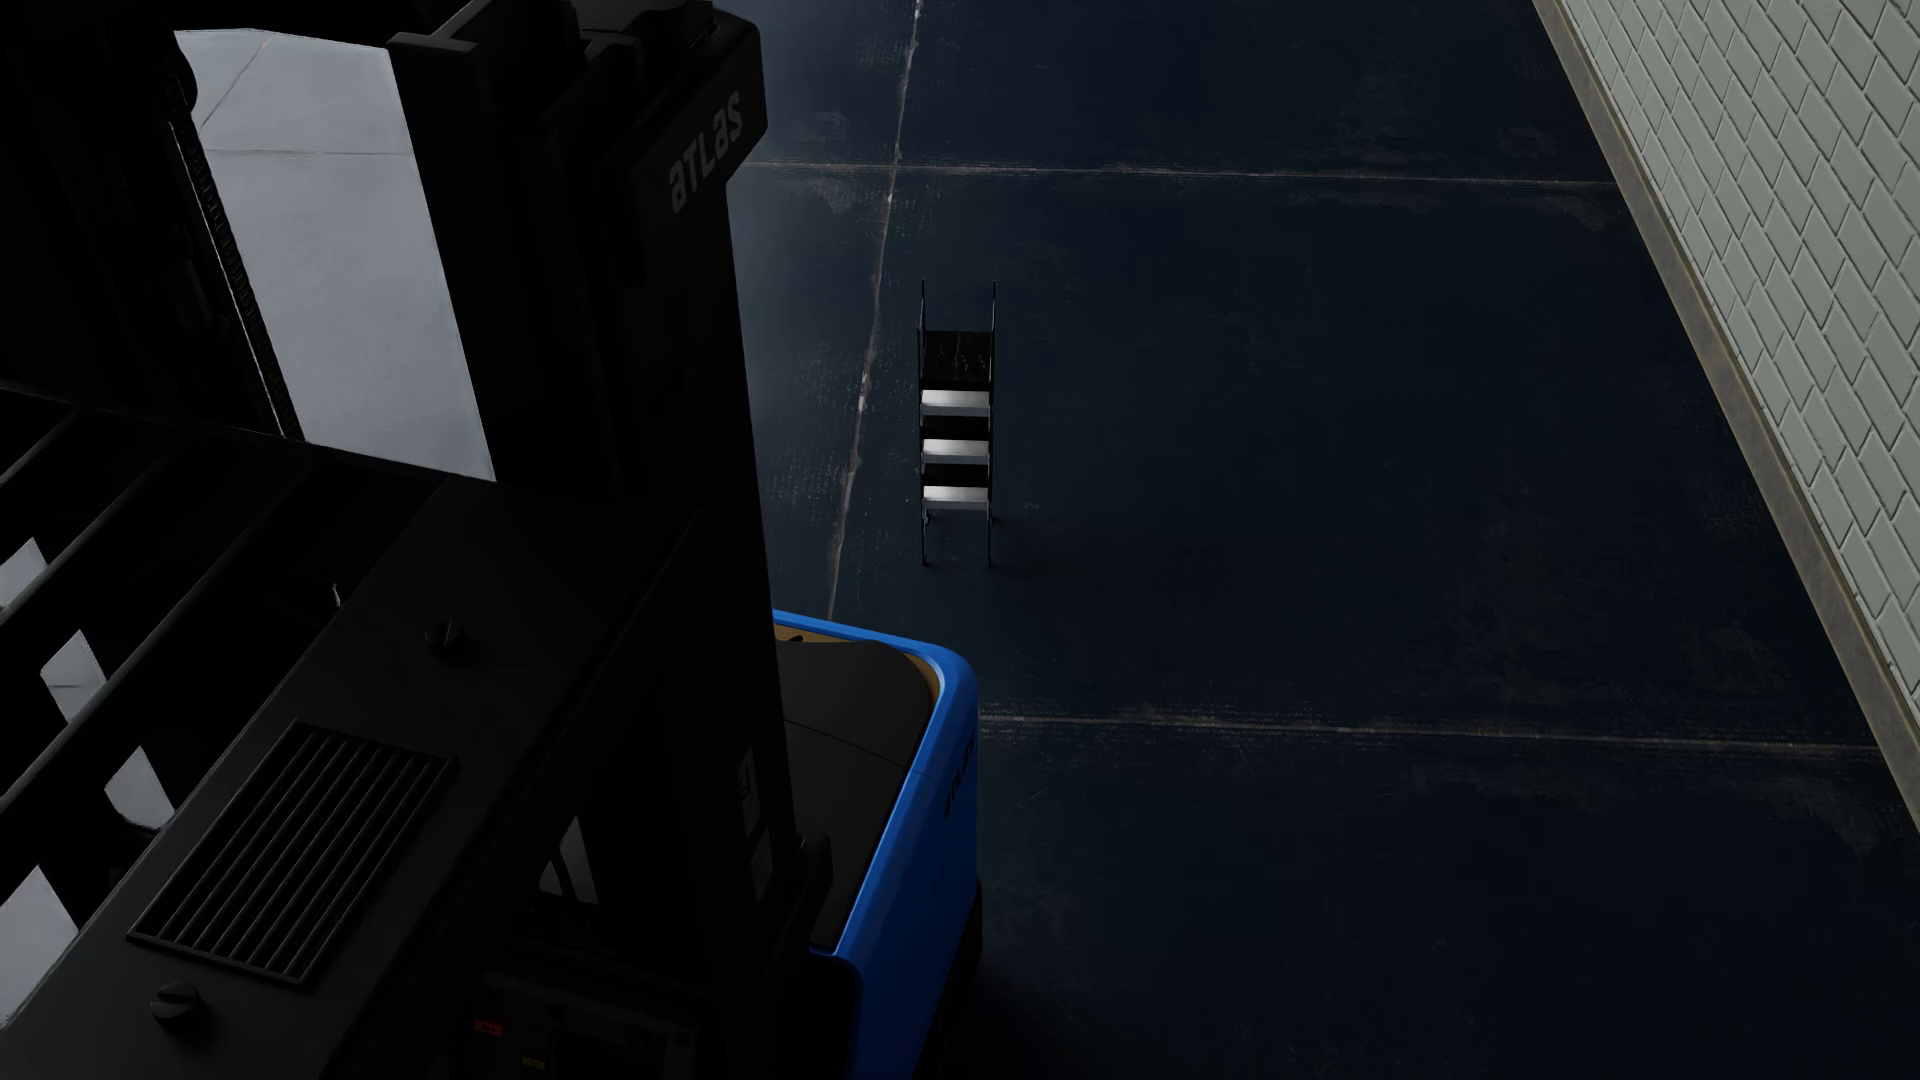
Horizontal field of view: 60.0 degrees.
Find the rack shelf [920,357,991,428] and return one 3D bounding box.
[{"bbox_3d":[-0.008,-0.437,4.844,0.200,0.077,0.258,2,43,2],"label":"rack shelf"}]

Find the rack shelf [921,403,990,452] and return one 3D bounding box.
[{"bbox_3d":[-0.008,-0.371,4.905,0.200,0.077,0.258,2,43,2],"label":"rack shelf"}]

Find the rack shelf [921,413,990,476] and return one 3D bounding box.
[{"bbox_3d":[-0.008,-0.305,4.966,0.200,0.077,0.258,2,43,2],"label":"rack shelf"}]

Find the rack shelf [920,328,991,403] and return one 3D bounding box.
[{"bbox_3d":[-0.008,-0.503,4.782,0.200,0.077,0.258,2,43,2],"label":"rack shelf"}]

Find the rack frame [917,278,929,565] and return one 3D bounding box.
[{"bbox_3d":[-0.110,-0.333,4.947,0.006,0.900,0.240,2,43,2],"label":"rack frame"}]

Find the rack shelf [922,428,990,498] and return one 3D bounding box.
[{"bbox_3d":[-0.008,-0.239,5.028,0.200,0.077,0.258,2,43,2],"label":"rack shelf"}]

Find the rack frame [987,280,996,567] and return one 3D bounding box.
[{"bbox_3d":[0.093,-0.326,4.940,0.006,0.900,0.240,2,43,2],"label":"rack frame"}]

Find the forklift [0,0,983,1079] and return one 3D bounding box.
[{"bbox_3d":[-0.861,0.813,2.227,1.130,2.935,3.031,12,44,12],"label":"forklift"}]

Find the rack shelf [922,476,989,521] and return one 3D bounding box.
[{"bbox_3d":[-0.008,-0.173,5.089,0.200,0.077,0.258,2,43,2],"label":"rack shelf"}]

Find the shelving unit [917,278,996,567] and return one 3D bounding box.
[{"bbox_3d":[-0.008,-0.330,4.944,0.210,0.900,0.258,2,43,2],"label":"shelving unit"}]
